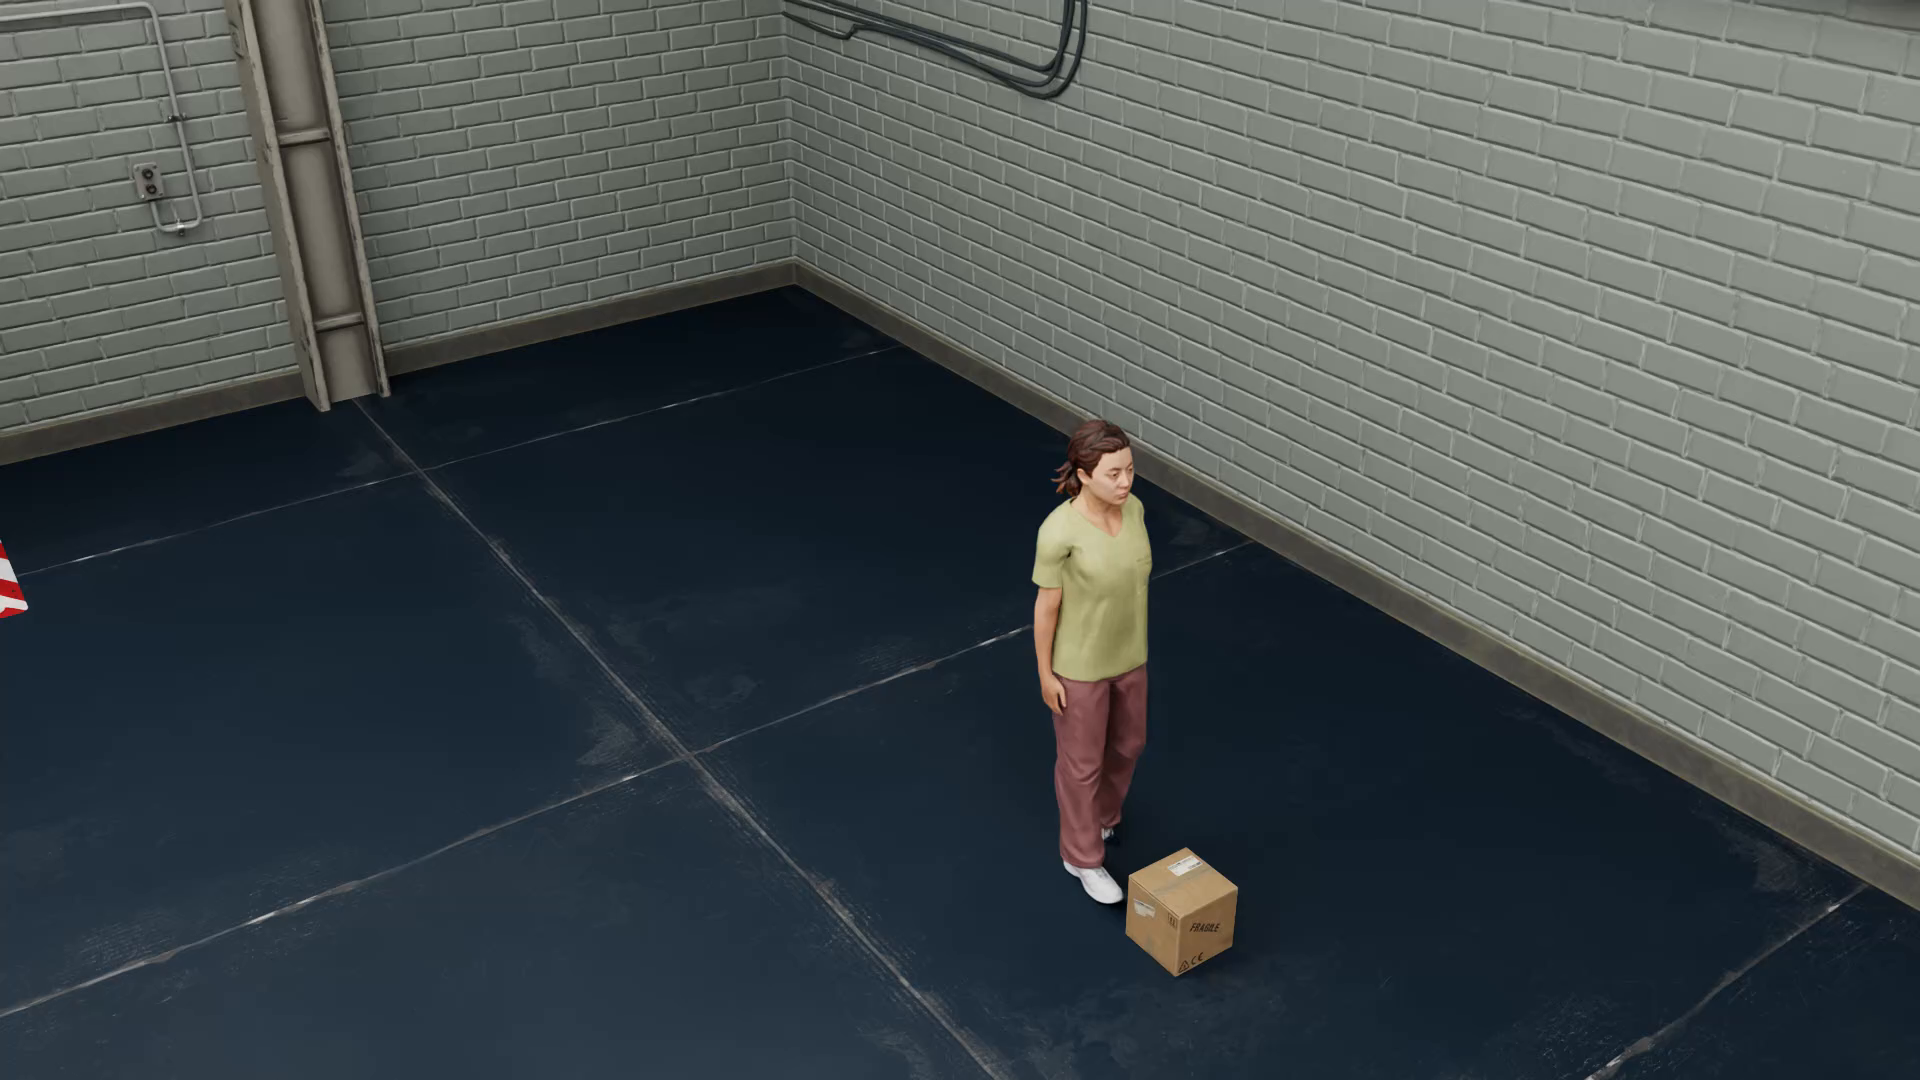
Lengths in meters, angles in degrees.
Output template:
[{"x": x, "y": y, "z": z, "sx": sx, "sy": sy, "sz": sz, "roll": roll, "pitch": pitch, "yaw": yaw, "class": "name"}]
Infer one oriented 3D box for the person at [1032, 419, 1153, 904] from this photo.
[{"x": 0.445, "y": 0.426, "z": 5.419, "sx": 0.451, "sy": 1.739, "sz": 0.498, "roll": -19, "pitch": 34, "yaw": -30, "class": "person"}]
